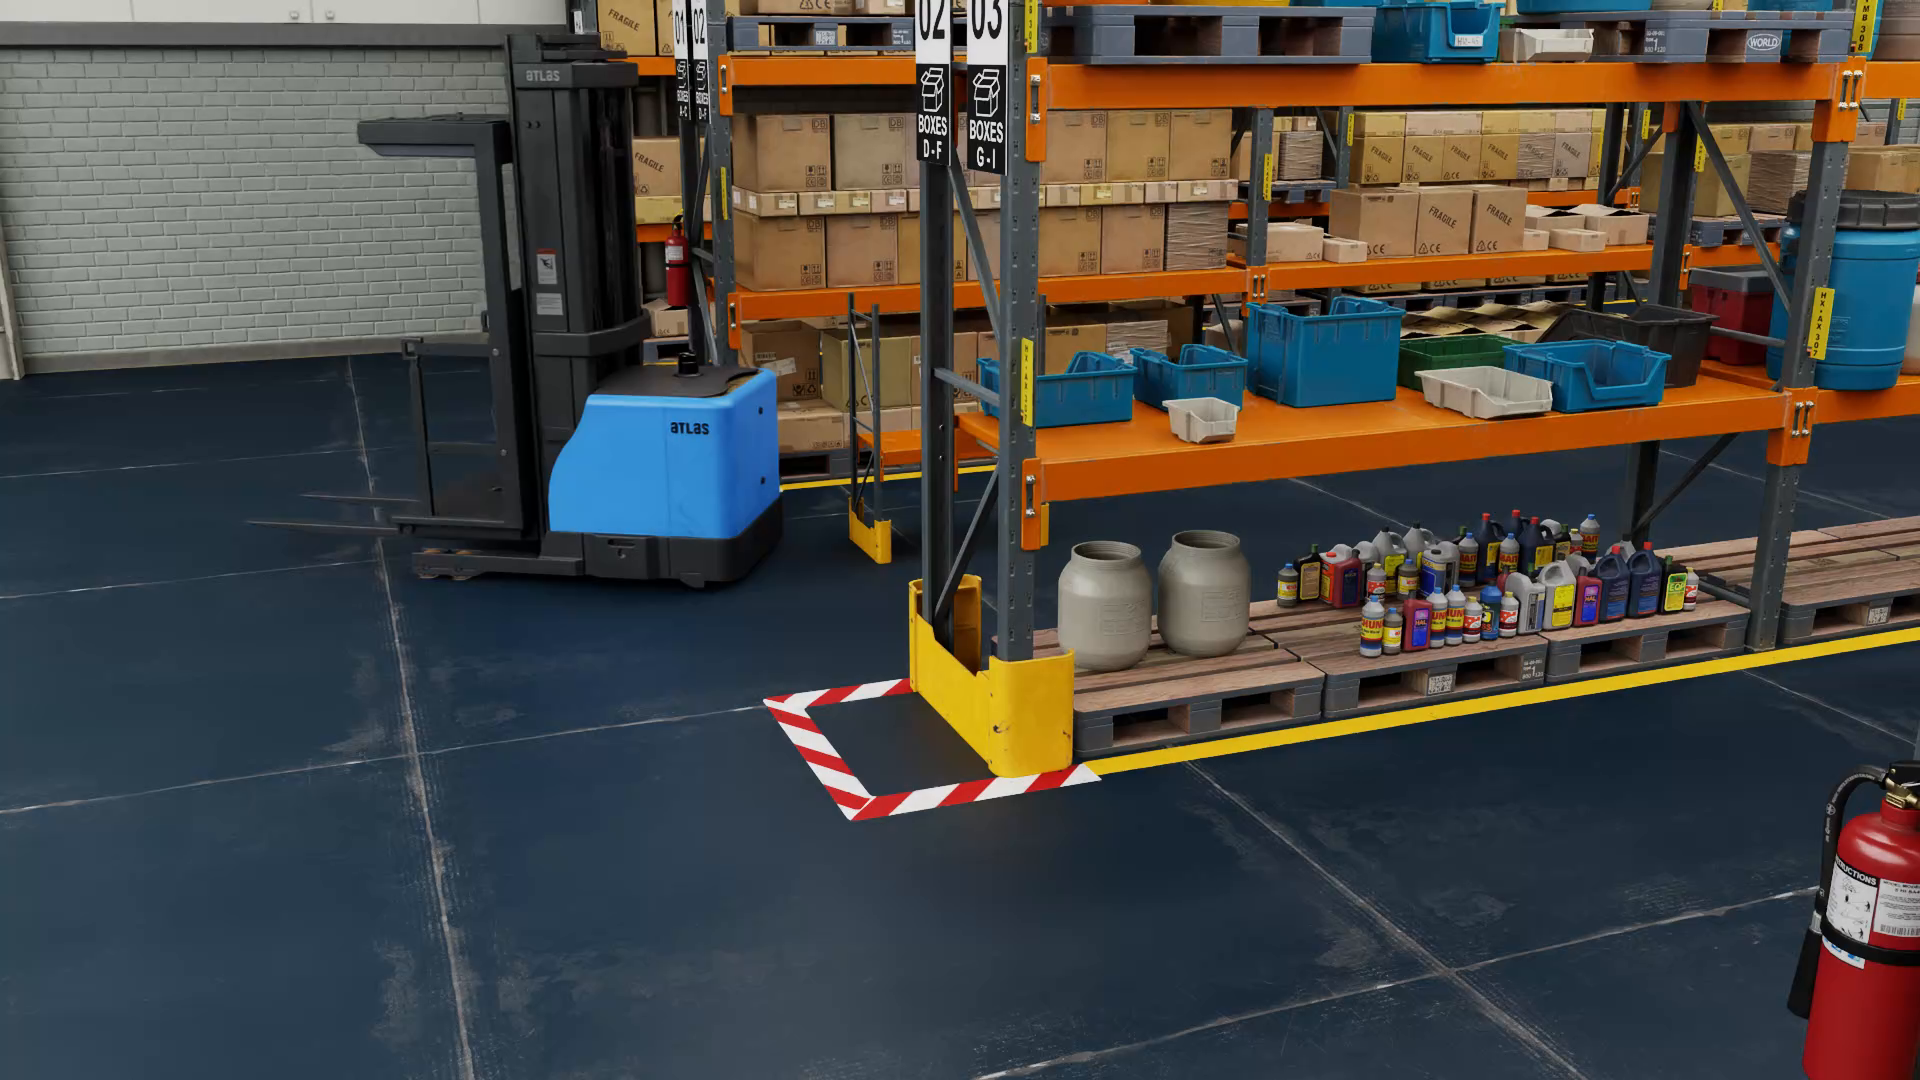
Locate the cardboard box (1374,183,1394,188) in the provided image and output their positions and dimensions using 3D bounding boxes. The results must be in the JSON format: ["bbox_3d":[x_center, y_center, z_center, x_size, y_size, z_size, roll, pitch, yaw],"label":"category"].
[{"bbox_3d":[4.616,-3.911,18.502,0.250,0.149,0.380,-6,17,-19],"label":"cardboard box"}]

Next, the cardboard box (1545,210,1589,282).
[{"bbox_3d":[7.162,-3.500,19.762,0.750,0.750,0.750,-6,17,-19],"label":"cardboard box"}]

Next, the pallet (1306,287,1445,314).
[{"bbox_3d":[4.751,-2.748,19.081,1.213,0.211,1.003,-6,17,-20],"label":"pallet"}]

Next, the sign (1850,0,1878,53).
[{"bbox_3d":[3.984,-2.314,7.315,0.005,0.325,0.100,-6,17,-20],"label":"sign"}]

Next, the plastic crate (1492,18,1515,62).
[{"bbox_3d":[2.226,-2.266,7.545,0.450,0.188,0.336,-6,17,-20],"label":"plastic crate"}]

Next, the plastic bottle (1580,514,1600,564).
[{"bbox_3d":[3.343,-0.001,8.841,0.097,0.271,0.097,0,16,0],"label":"plastic bottle"}]

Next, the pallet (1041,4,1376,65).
[{"bbox_3d":[0.870,-2.019,6.662,1.213,0.211,1.003,-6,17,-20],"label":"pallet"}]

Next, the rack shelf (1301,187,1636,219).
[{"bbox_3d":[5.855,-3.883,19.273,4.000,0.370,1.077,-6,17,-20],"label":"rack shelf"}]

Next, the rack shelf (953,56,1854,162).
[{"bbox_3d":[1.930,-1.909,7.227,4.000,0.370,1.077,-6,17,-20],"label":"rack shelf"}]

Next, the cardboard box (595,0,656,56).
[{"bbox_3d":[-3.081,-4.684,15.189,0.500,0.500,0.500,-6,17,-19],"label":"cardboard box"}]

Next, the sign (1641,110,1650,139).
[{"bbox_3d":[7.926,-4.805,19.223,0.005,0.325,0.100,-6,17,-20],"label":"sign"}]

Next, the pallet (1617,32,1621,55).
[{"bbox_3d":[5.162,-3.980,13.339,1.003,0.211,1.213,-5,17,-18],"label":"pallet"}]

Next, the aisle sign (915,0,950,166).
[{"bbox_3d":[-0.111,-1.931,6.737,0.004,0.787,0.394,-6,17,-20],"label":"aisle sign"}]

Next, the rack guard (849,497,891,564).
[{"bbox_3d":[-0.536,-0.062,9.866,0.087,0.250,0.587,-6,17,-20],"label":"rack guard"}]

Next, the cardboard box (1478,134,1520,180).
[{"bbox_3d":[5.972,-4.363,18.890,0.500,0.500,0.500,-6,17,-19],"label":"cardboard box"}]

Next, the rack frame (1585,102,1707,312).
[{"bbox_3d":[5.763,-2.723,14.048,0.127,3.000,1.000,-6,17,-20],"label":"rack frame"}]

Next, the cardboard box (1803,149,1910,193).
[{"bbox_3d":[7.871,-3.182,14.686,0.500,0.500,0.700,-11,20,-34],"label":"cardboard box"}]

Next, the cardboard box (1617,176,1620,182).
[{"bbox_3d":[7.508,-4.210,19.521,0.250,0.149,0.380,-6,17,-20],"label":"cardboard box"}]

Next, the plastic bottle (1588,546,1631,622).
[{"bbox_3d":[3.120,0.204,8.001,0.185,0.351,0.144,-7,18,-23],"label":"plastic bottle"}]

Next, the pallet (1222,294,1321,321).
[{"bbox_3d":[3.257,-2.610,18.611,1.213,0.211,1.003,-6,17,-20],"label":"pallet"}]

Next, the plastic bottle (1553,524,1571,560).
[{"bbox_3d":[3.089,0.061,8.609,0.133,0.283,0.061,-6,17,-20],"label":"plastic bottle"}]

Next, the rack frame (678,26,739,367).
[{"bbox_3d":[-1.707,-1.917,11.301,0.127,3.000,1.000,-6,17,-20],"label":"rack frame"}]

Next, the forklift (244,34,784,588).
[{"bbox_3d":[-2.621,-1.321,9.394,3.031,2.935,1.130,3,17,9],"label":"forklift"}]

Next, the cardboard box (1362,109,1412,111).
[{"bbox_3d":[4.803,-4.751,18.883,0.500,0.250,0.500,-7,18,-22],"label":"cardboard box"}]

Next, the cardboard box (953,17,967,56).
[{"bbox_3d":[-0.133,-5.003,16.276,0.500,0.500,0.500,-6,17,-19],"label":"cardboard box"}]

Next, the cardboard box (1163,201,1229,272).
[{"bbox_3d":[1.616,-2.321,12.502,0.500,0.500,0.700,-7,18,-22],"label":"cardboard box"}]

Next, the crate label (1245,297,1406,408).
[{"bbox_3d":[1.684,-0.887,7.731,0.616,0.435,0.502,-6,17,-20],"label":"crate label"}]

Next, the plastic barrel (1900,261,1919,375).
[{"bbox_3d":[4.769,-1.120,8.348,0.433,0.535,0.433,0,16,0],"label":"plastic barrel"}]

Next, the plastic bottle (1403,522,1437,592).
[{"bbox_3d":[2.322,0.078,8.430,0.185,0.351,0.144,-6,18,-21],"label":"plastic bottle"}]

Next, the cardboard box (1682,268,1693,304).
[{"bbox_3d":[6.604,-2.258,14.787,0.500,0.250,0.500,-5,17,-18],"label":"cardboard box"}]

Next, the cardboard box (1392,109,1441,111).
[{"bbox_3d":[5.283,-4.802,19.056,0.500,0.250,0.500,-7,18,-21],"label":"cardboard box"}]

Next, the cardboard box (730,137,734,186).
[{"bbox_3d":[-1.980,-3.584,15.878,0.500,0.500,0.500,-7,18,-22],"label":"cardboard box"}]

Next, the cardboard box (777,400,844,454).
[{"bbox_3d":[-1.127,-0.794,11.614,0.500,0.250,0.500,-6,17,-20],"label":"cardboard box"}]

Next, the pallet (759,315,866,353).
[{"bbox_3d":[-1.503,-2.084,16.820,1.213,0.211,1.003,-6,17,-20],"label":"pallet"}]

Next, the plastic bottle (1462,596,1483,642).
[{"bbox_3d":[2.373,0.363,7.724,0.097,0.201,0.097,0,16,0],"label":"plastic bottle"}]

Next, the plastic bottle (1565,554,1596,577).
[{"bbox_3d":[3.043,0.203,8.136,0.135,0.276,0.152,-6,17,-20],"label":"plastic bottle"}]

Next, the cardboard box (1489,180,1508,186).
[{"bbox_3d":[6.054,-4.070,19.043,0.250,0.149,0.380,-6,17,-18],"label":"cardboard box"}]

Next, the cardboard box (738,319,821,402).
[{"bbox_3d":[-1.313,-1.291,11.975,0.500,0.500,0.500,-6,17,-20],"label":"cardboard box"}]

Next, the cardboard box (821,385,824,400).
[{"bbox_3d":[-0.849,-0.984,12.261,0.500,0.250,0.500,-6,17,-20],"label":"cardboard box"}]

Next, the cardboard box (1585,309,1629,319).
[{"bbox_3d":[5.362,-1.757,13.897,0.500,0.311,0.500,-6,17,-19],"label":"cardboard box"}]

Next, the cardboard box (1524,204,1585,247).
[{"bbox_3d":[4.859,-2.641,13.927,0.500,0.311,0.500,-6,18,-21],"label":"cardboard box"}]

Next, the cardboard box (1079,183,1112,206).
[{"bbox_3d":[0.900,-2.493,11.936,0.250,0.149,0.380,-6,17,-20],"label":"cardboard box"}]

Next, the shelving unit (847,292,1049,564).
[{"bbox_3d":[-0.071,-0.712,9.861,1.083,1.500,0.587,-6,17,-20],"label":"shelving unit"}]

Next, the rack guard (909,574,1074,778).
[{"bbox_3d":[0.116,0.566,7.282,0.348,0.500,1.175,-6,17,-20],"label":"rack guard"}]

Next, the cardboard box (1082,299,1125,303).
[{"bbox_3d":[1.398,-2.778,17.892,0.500,0.500,0.700,-7,18,-21],"label":"cardboard box"}]

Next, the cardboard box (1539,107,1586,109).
[{"bbox_3d":[7.200,-5.012,19.769,0.500,0.250,0.500,-6,17,-18],"label":"cardboard box"}]

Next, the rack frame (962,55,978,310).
[{"bbox_3d":[0.252,-3.623,17.112,0.127,3.000,1.000,-6,17,-20],"label":"rack frame"}]

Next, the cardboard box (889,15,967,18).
[{"bbox_3d":[-0.207,-3.823,11.635,0.500,0.311,0.500,-4,17,-14],"label":"cardboard box"}]

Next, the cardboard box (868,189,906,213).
[{"bbox_3d":[-0.548,-2.336,11.400,0.250,0.149,0.380,-6,18,-21],"label":"cardboard box"}]

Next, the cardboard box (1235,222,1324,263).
[{"bbox_3d":[2.472,-2.309,12.904,0.500,0.250,0.500,-5,17,-17],"label":"cardboard box"}]

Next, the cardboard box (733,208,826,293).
[{"bbox_3d":[-1.266,-2.008,11.436,0.500,0.500,0.700,-6,17,-20],"label":"cardboard box"}]

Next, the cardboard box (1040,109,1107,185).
[{"bbox_3d":[0.677,-2.842,11.974,0.500,0.500,0.700,-6,17,-20],"label":"cardboard box"}]

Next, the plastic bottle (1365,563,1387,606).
[{"bbox_3d":[2.057,0.217,8.222,0.097,0.201,0.097,0,16,0],"label":"plastic bottle"}]

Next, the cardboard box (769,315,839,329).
[{"bbox_3d":[-1.569,-2.396,16.588,0.500,0.500,0.700,-7,18,-24],"label":"cardboard box"}]

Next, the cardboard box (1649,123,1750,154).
[{"bbox_3d":[8.919,-4.696,20.233,0.700,0.700,0.980,-7,18,-21],"label":"cardboard box"}]
